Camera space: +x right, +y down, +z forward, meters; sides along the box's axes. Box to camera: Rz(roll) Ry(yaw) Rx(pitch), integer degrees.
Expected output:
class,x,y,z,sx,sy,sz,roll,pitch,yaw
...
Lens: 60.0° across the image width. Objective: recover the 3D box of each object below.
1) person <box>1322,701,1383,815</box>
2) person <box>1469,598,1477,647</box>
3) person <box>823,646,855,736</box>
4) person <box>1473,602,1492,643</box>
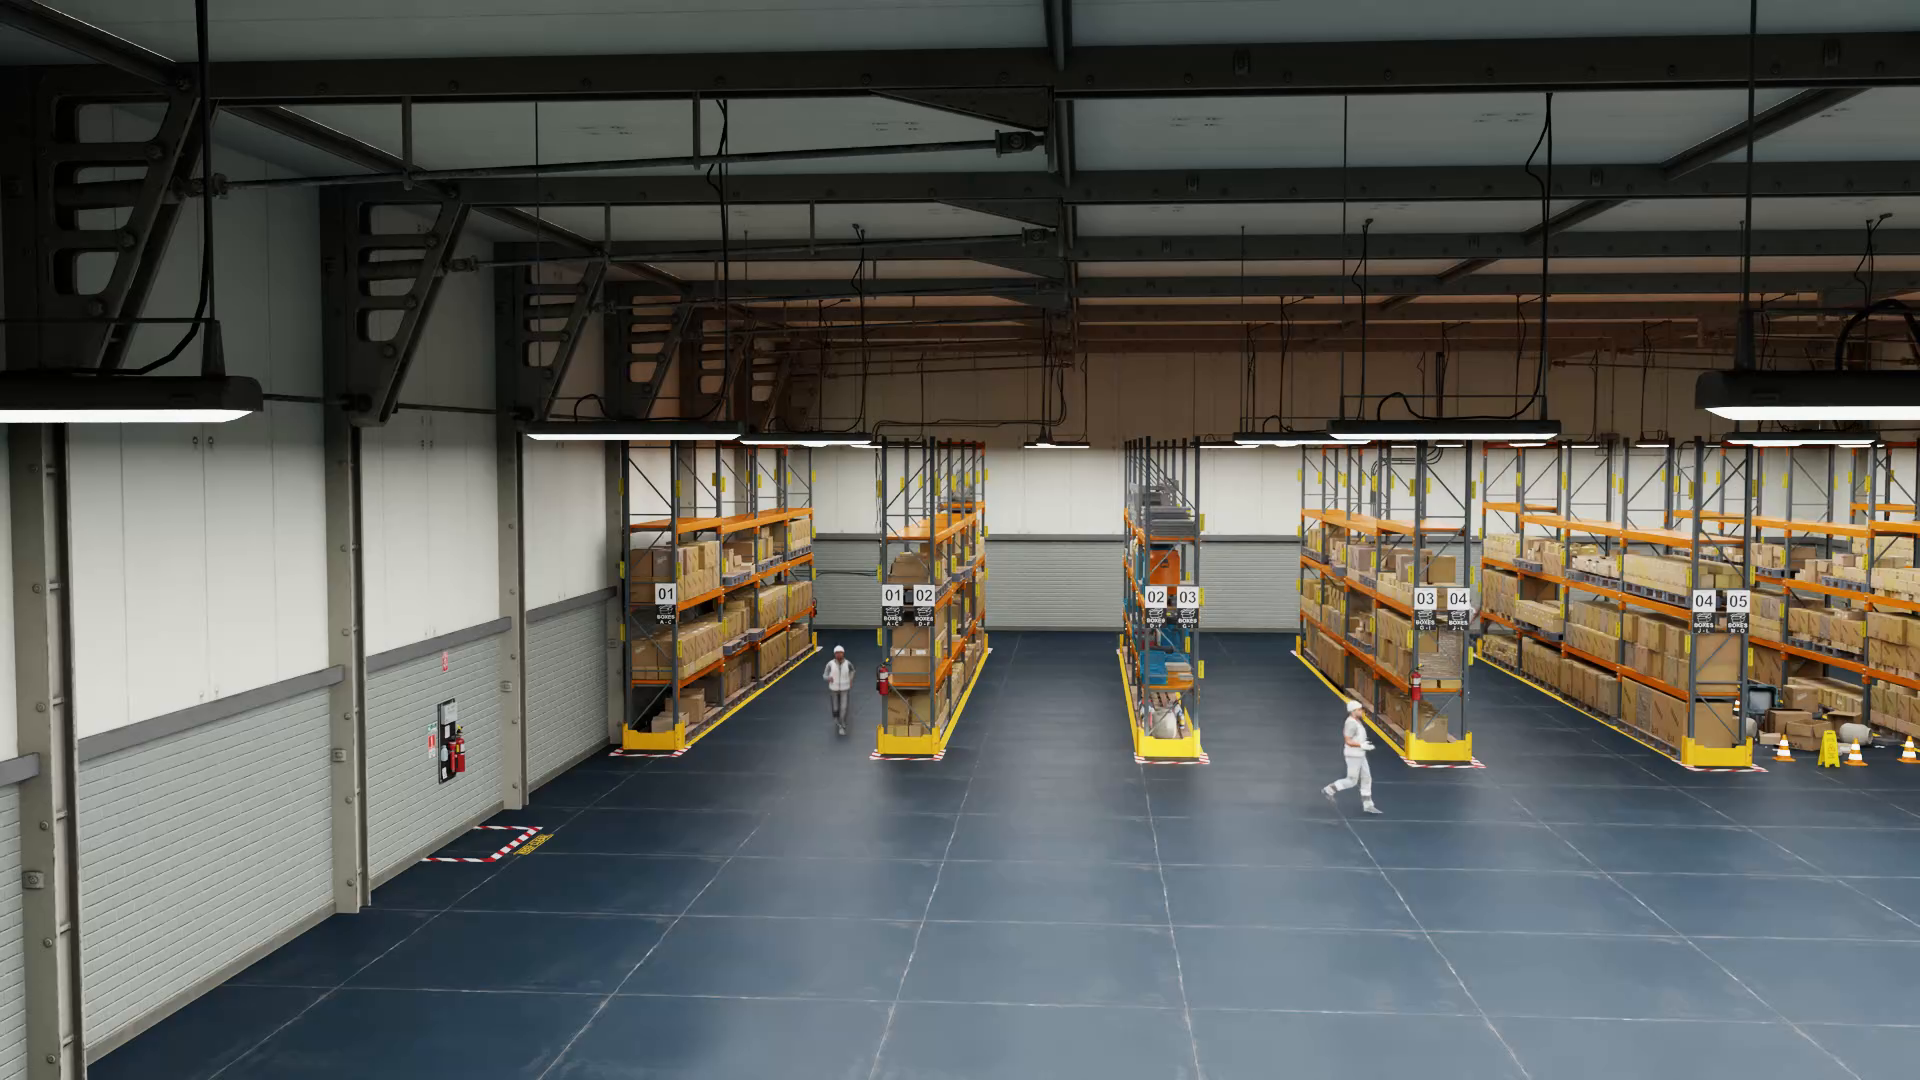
class,x,y,z,sx,sy,sz,roll,pitch,yaw
person,6.231,3.426,26.264,0.908,1.789,0.656,1,3,26
person,14.413,2.384,47.616,0.788,1.620,0.694,0,3,1
person,-2.445,3.028,33.744,0.661,1.770,0.935,0,3,-6
person,14.967,2.338,47.416,0.662,1.782,0.664,-1,3,-10
